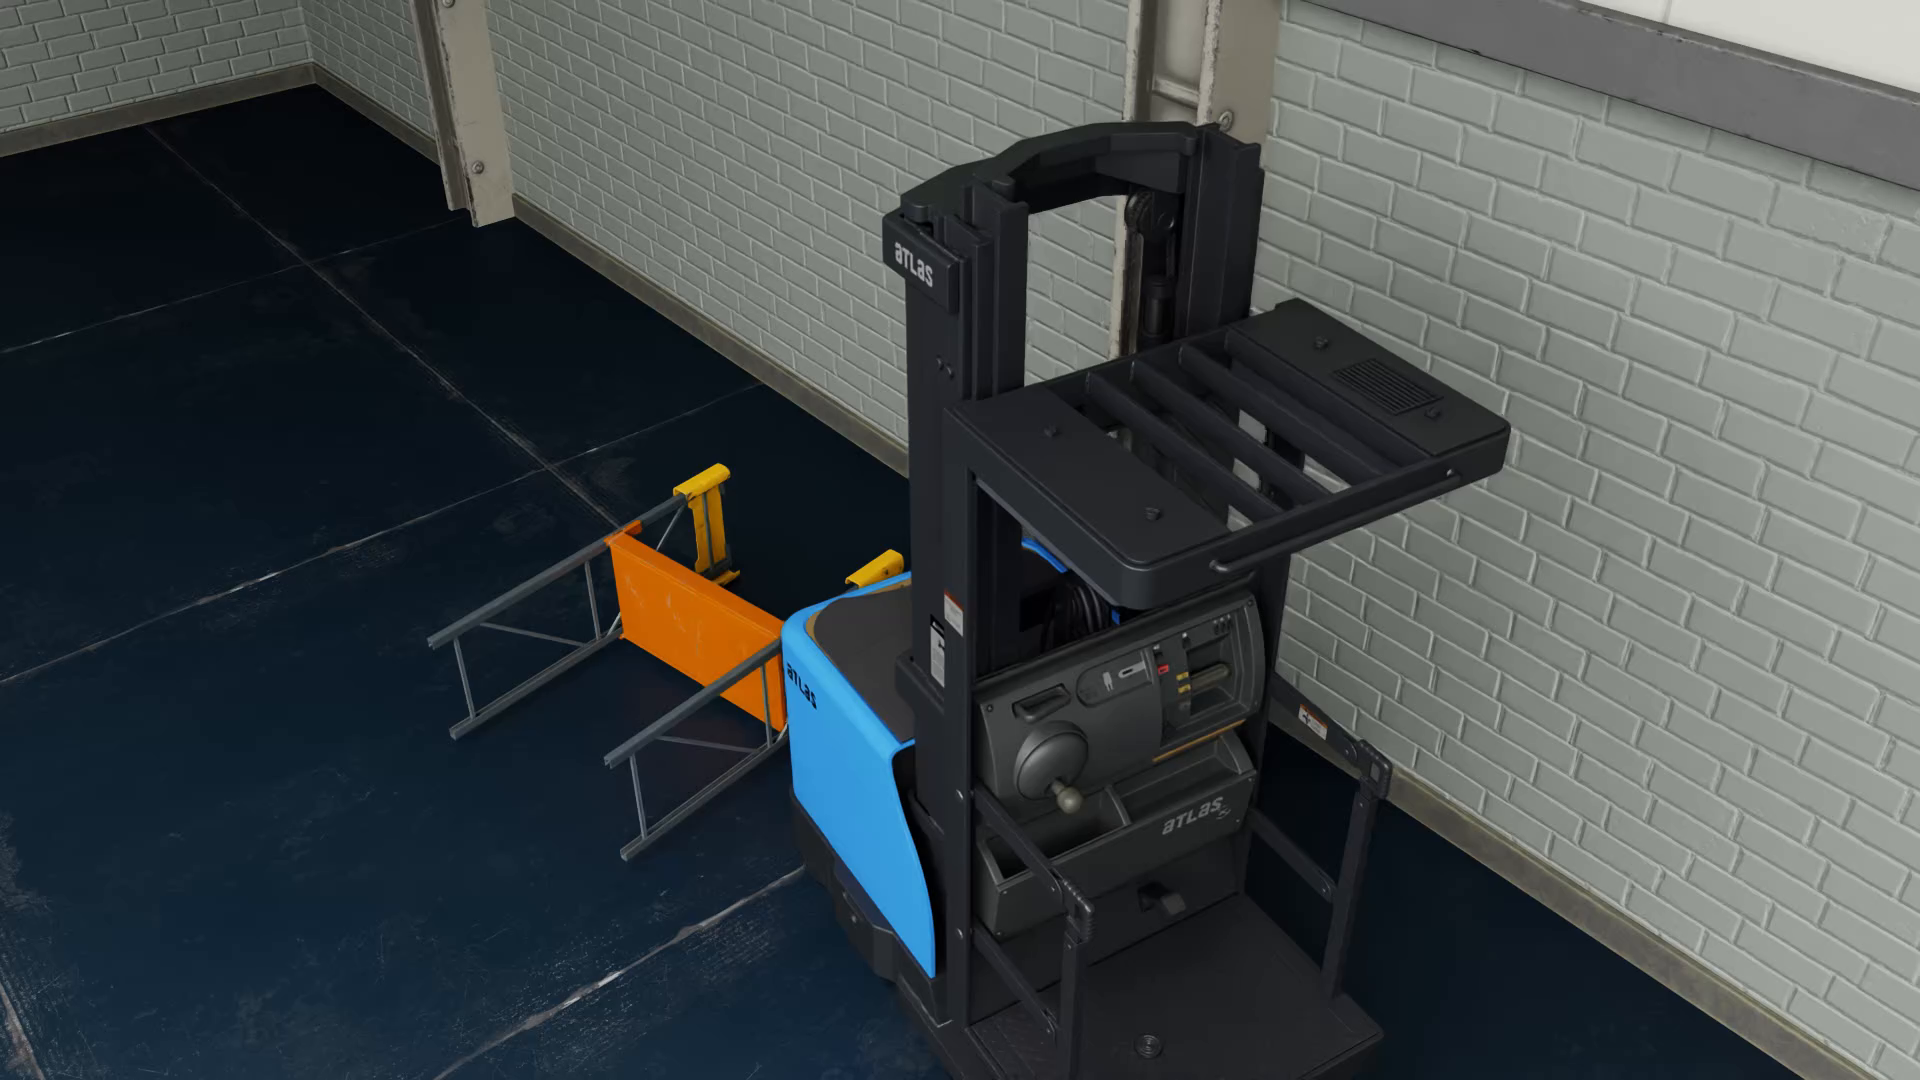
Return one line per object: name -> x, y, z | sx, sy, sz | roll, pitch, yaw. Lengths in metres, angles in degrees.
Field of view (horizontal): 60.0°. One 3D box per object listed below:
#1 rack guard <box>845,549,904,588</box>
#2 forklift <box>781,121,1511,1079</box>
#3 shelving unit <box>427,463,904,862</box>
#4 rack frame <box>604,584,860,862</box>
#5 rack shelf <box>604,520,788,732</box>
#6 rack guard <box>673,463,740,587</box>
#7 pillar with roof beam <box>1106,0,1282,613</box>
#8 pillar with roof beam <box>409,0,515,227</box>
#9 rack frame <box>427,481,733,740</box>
rack guard -> -0.337, 0.340, 6.735 | 0.087, 0.587, 0.250 | 26, 43, 32
forklift -> 0.581, 0.516, 4.486 | 1.130, 2.935, 3.031 | -19, 40, -25
shelving unit -> -1.119, 0.435, 6.606 | 1.083, 0.587, 1.500 | 26, 43, 32
rack frame -> -0.736, 0.620, 6.344 | 0.032, 0.500, 1.500 | 26, 43, 32
rack shelf -> -1.011, 0.352, 6.722 | 1.000, 0.538, 0.185 | 26, 43, 32
rack guard -> -1.101, -0.029, 7.256 | 0.087, 0.587, 0.250 | 26, 43, 32
pillar with roof beam -> -2.496, -1.543, 2.143 | 9.100, 9.000, 0.400 | -26, 43, -32
pillar with roof beam -> -6.368, -4.192, 5.883 | 9.100, 9.000, 0.400 | -26, 43, -32
rack frame -> -1.517, 0.244, 6.876 | 0.032, 0.500, 1.500 | 26, 43, 32
